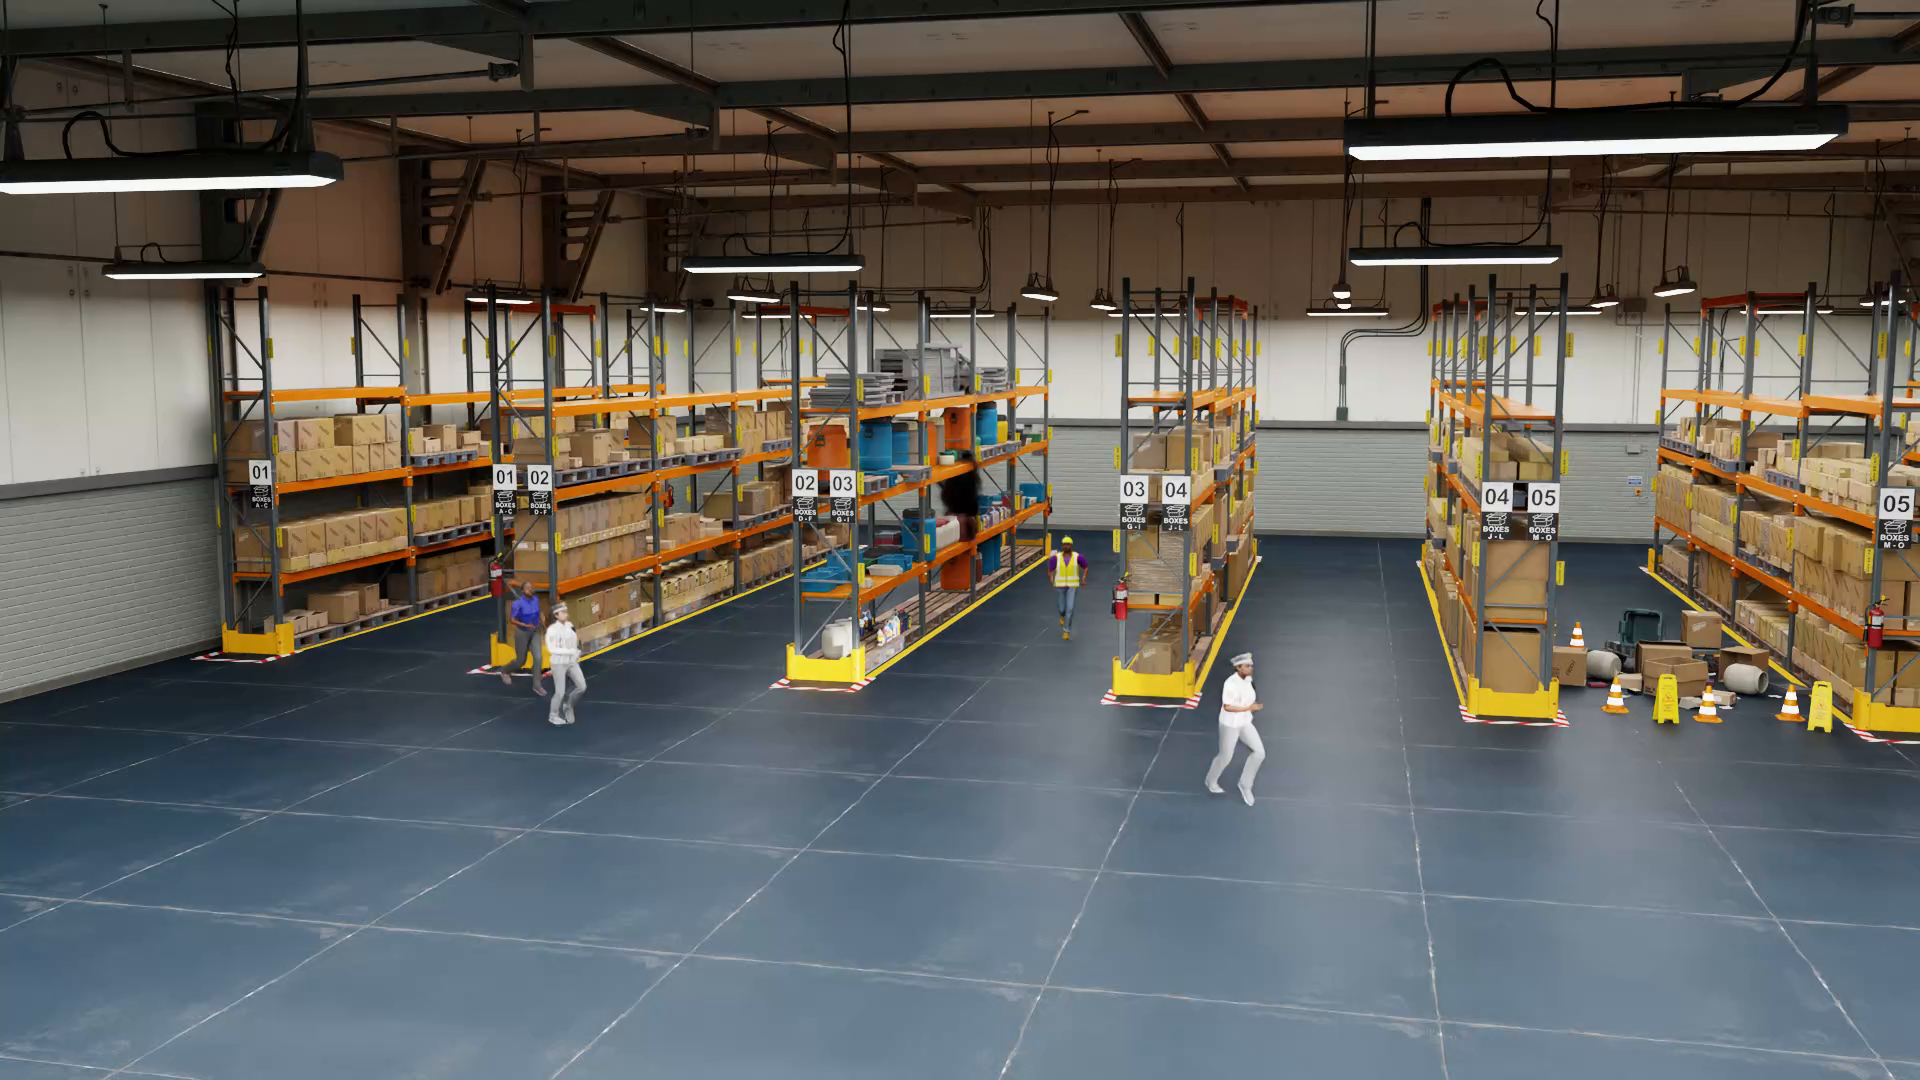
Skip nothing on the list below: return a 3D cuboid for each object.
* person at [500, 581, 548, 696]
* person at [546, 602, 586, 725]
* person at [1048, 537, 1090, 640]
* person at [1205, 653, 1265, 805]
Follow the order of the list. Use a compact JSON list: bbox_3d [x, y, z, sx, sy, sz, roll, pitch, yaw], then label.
[{"bbox_3d":[-6.331,1.412,24.271,0.900,1.662,0.588,6,9,42],"label":"person"},{"bbox_3d":[-5.211,1.636,22.021,0.632,1.661,0.587,5,8,37],"label":"person"},{"bbox_3d":[1.870,0.813,28.800,0.712,1.744,0.870,1,7,9],"label":"person"},{"bbox_3d":[3.051,2.064,18.422,0.600,1.711,0.822,-6,9,-41],"label":"person"}]
